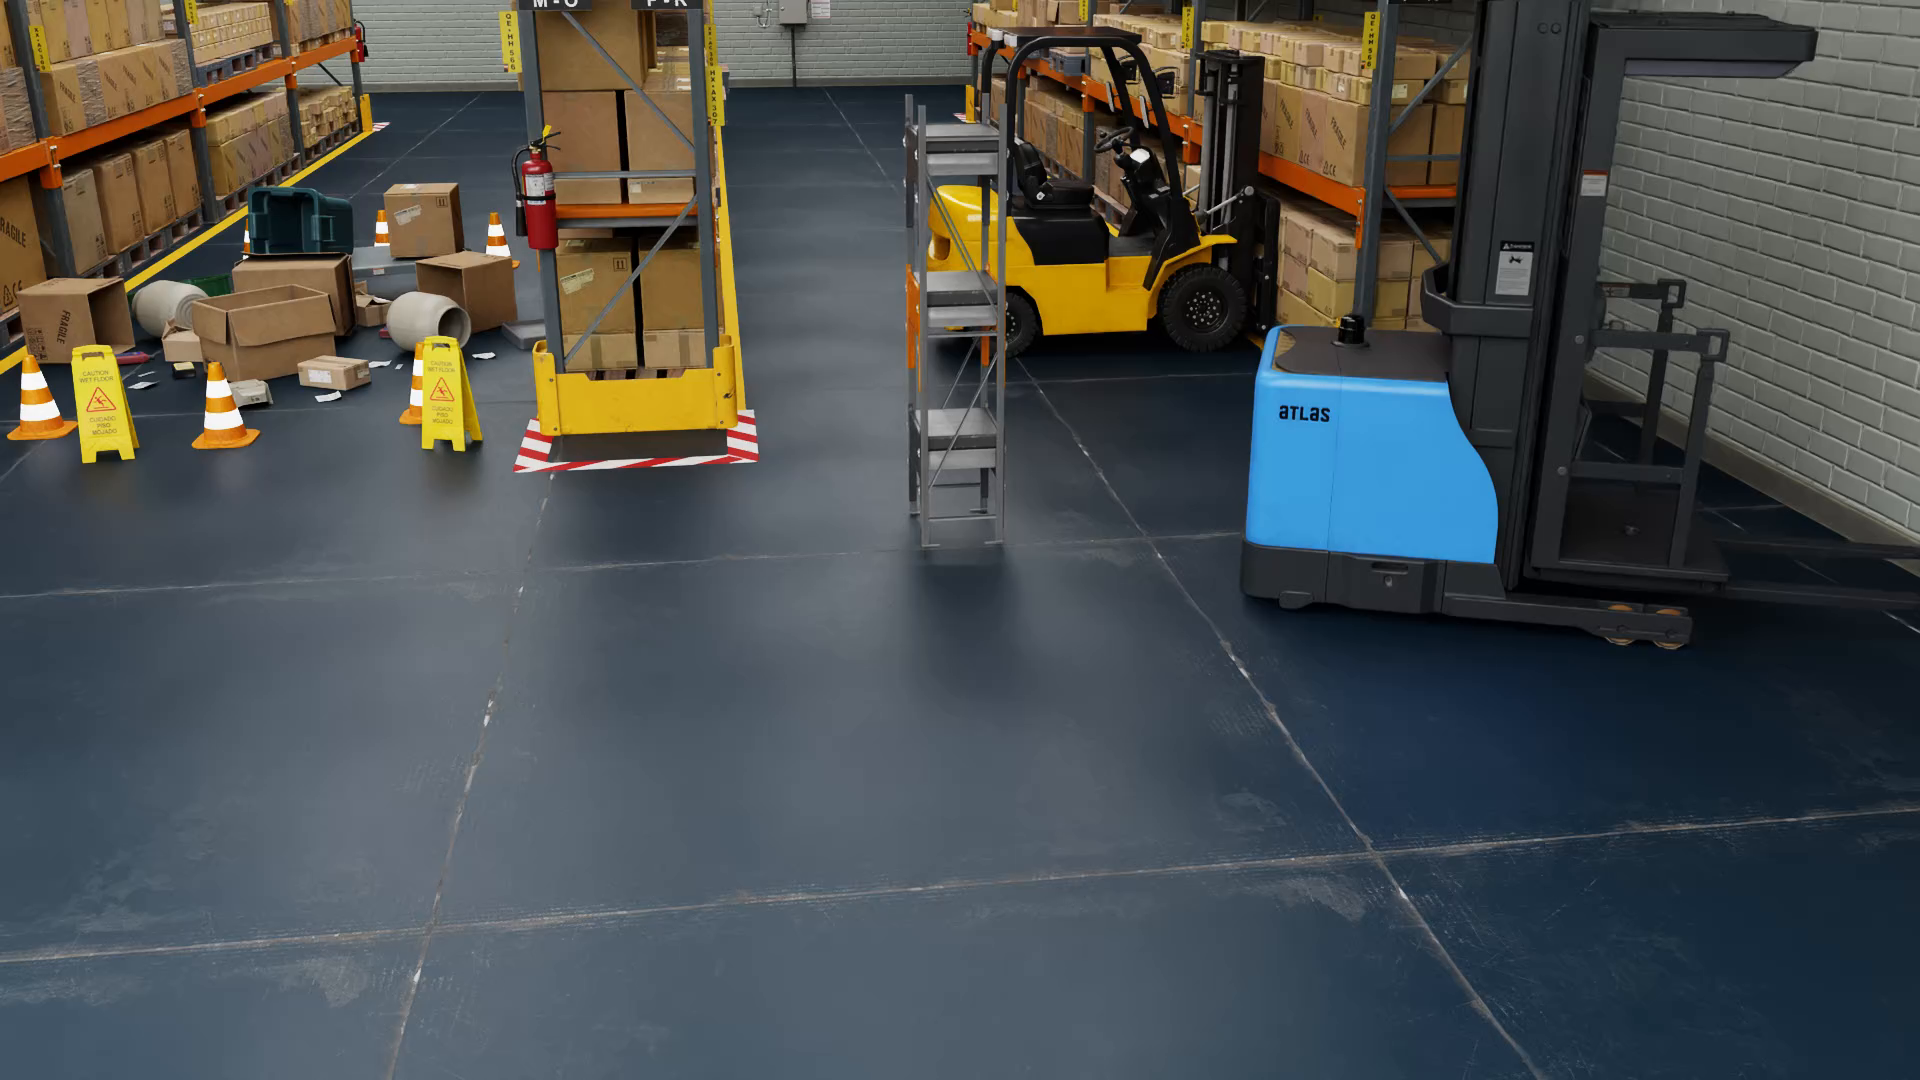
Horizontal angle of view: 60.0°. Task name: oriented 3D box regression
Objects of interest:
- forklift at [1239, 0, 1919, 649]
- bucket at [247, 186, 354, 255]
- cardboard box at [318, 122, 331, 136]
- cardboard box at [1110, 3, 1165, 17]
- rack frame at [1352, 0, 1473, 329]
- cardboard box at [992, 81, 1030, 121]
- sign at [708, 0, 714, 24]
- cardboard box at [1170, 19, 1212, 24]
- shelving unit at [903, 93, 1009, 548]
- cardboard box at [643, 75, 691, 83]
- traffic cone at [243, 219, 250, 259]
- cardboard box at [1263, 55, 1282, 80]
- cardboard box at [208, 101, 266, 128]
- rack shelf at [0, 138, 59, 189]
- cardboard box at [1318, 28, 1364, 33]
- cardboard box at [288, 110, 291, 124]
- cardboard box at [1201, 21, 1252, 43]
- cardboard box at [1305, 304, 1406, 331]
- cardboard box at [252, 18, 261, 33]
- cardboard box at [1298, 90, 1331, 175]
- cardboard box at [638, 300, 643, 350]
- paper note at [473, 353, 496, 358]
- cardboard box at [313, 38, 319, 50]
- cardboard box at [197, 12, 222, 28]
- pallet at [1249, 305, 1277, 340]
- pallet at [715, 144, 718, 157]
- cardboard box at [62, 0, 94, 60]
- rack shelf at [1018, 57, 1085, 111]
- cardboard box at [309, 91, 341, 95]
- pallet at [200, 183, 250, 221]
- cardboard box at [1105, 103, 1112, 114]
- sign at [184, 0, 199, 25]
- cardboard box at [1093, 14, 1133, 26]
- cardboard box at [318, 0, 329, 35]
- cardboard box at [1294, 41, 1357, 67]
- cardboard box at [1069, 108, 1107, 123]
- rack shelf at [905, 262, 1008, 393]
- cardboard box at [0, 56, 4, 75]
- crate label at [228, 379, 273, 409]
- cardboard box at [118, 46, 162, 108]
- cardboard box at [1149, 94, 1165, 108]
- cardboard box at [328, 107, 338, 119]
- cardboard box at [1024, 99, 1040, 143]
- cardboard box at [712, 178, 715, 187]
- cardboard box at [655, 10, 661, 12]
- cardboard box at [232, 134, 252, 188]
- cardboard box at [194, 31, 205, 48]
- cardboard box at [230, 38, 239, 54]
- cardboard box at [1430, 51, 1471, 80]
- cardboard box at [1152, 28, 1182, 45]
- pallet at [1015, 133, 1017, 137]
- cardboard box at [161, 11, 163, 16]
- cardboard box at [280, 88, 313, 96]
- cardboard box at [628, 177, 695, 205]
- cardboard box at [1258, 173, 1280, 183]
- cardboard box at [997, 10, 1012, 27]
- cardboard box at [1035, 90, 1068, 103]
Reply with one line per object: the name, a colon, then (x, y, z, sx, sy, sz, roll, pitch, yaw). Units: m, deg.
forklift: (2.822, -1.119, 7.022, 3.031, 2.935, 1.130, 5, 21, 12)
bucket: (-5.090, -2.432, 12.946, 0.726, 0.611, 0.620, 4, 11, 11)
cardboard box: (-8.506, -5.404, 21.873, 0.380, 0.149, 0.250, -3, 21, -9)
cardboard box: (1.908, -5.535, 18.005, 0.500, 0.500, 0.500, -2, 21, -5)
rack frame: (2.980, -2.335, 10.182, 1.000, 3.000, 0.127, -3, 21, -8)
cardboard box: (0.730, -6.198, 23.497, 0.500, 0.500, 0.500, -3, 21, -7)
sign: (-2.548, -5.389, 16.817, 0.100, 0.325, 0.005, -3, 21, -8)
cardboard box: (2.265, -5.000, 16.246, 0.380, 0.149, 0.250, -3, 21, -8)
shelving unit: (-0.024, -1.041, 8.002, 0.431, 2.100, 0.503, -3, 21, -8)
cardboard box: (-1.803, -2.627, 10.395, 0.500, 0.500, 0.500, -2, 21, -6)
traffic cone: (-6.090, -2.536, 14.345, 0.336, 0.463, 0.334, -3, 21, -8)
cardboard box: (2.393, -3.411, 11.992, 0.380, 0.149, 0.250, -3, 21, -9)
cardboard box: (-8.036, -4.725, 18.480, 0.500, 0.250, 0.500, -4, 21, -10)
rack shelf: (-7.103, -2.154, 10.726, 1.077, 0.370, 4.000, -3, 21, -8)
cardboard box: (2.911, -3.761, 12.503, 0.380, 0.149, 0.250, -3, 21, -9)
cardboard box: (-8.389, -5.223, 20.538, 0.380, 0.149, 0.250, -2, 21, -6)
cardboard box: (2.156, -4.085, 13.371, 0.380, 0.149, 0.250, -2, 21, -7)
cardboard box: (2.600, -1.391, 10.982, 0.500, 0.250, 0.500, -3, 21, -7)
cardboard box: (-8.220, -5.867, 18.972, 0.380, 0.149, 0.250, -2, 21, -5)
cardboard box: (2.584, -2.719, 11.067, 0.500, 0.500, 0.500, -2, 21, -6)
cardboard box: (-2.380, -1.438, 11.110, 0.500, 0.250, 0.500, -3, 21, -8)
paper note: (-3.329, -1.297, 11.645, 0.142, 0.019, 0.148, -11, 23, -26)
cardboard box: (-8.499, -6.404, 21.435, 0.380, 0.149, 0.250, -2, 21, -5)
cardboard box: (-7.994, -5.460, 17.456, 0.380, 0.149, 0.250, -2, 21, -5)
pallet: (2.656, -1.713, 12.501, 1.003, 0.211, 1.213, -3, 21, -8)
pallet: (-3.475, -4.669, 20.415, 1.003, 0.211, 1.213, -3, 21, -8)
cardboard box: (-7.617, -4.224, 13.666, 0.700, 0.500, 0.500, -3, 21, -7)
rack shelf: (1.539, -5.461, 19.578, 1.077, 0.370, 4.000, -3, 21, -8)
cardboard box: (-8.677, -6.042, 22.730, 0.380, 0.149, 0.250, -4, 21, -10)
pallet: (-8.079, -3.533, 17.374, 1.003, 0.211, 1.213, -3, 21, -8)
cardboard box: (1.901, -4.993, 19.343, 0.380, 0.149, 0.250, -3, 21, -9)
sign: (-7.419, -5.140, 16.037, 0.100, 0.325, 0.005, -3, 21, -8)
cardboard box: (1.582, -5.331, 17.131, 0.380, 0.149, 0.250, -2, 21, -6)
cardboard box: (-8.588, -6.855, 21.716, 0.500, 0.500, 0.500, -2, 21, -5)
cardboard box: (2.480, -3.286, 11.233, 0.380, 0.149, 0.250, -2, 21, -6)
cardboard box: (1.441, -4.779, 18.771, 0.380, 0.149, 0.250, -4, 21, -10)
rack shelf: (-0.024, -1.028, 8.007, 0.431, 0.518, 0.480, -3, 21, -8)
cardboard box: (-7.178, -3.446, 11.398, 0.875, 0.550, 0.550, -3, 21, -8)
crate label: (-4.493, -0.922, 10.488, 0.250, 0.136, 0.298, -15, 25, -35)
cardboard box: (-7.495, -4.127, 14.837, 0.500, 0.500, 0.500, -3, 21, -9)
cardboard box: (1.994, -3.985, 14.813, 0.500, 0.250, 0.500, -3, 21, -8)
cardboard box: (-8.580, -5.723, 22.300, 0.380, 0.149, 0.250, -2, 21, -5)
cardboard box: (1.098, -5.337, 21.191, 0.500, 0.500, 0.500, -2, 21, -5)
cardboard box: (-2.157, -2.537, 12.980, 0.500, 0.500, 0.500, -3, 21, -9)
cardboard box: (-2.364, -4.202, 14.010, 0.500, 0.500, 0.500, -3, 21, -8)
cardboard box: (-7.893, -4.026, 17.681, 0.500, 0.500, 0.500, -3, 21, -7)
cardboard box: (-7.880, -5.059, 16.807, 0.380, 0.149, 0.250, -2, 21, -5)
cardboard box: (-8.062, -5.362, 18.045, 0.380, 0.149, 0.250, -4, 21, -10)
cardboard box: (3.143, -2.952, 10.339, 0.380, 0.149, 0.250, -3, 21, -9)
cardboard box: (1.952, -4.532, 14.993, 0.380, 0.149, 0.250, -3, 21, -9)
pallet: (1.153, -5.422, 22.430, 1.003, 0.211, 1.213, -3, 21, -8)
cardboard box: (-8.676, -5.521, 17.620, 0.380, 0.149, 0.250, -2, 21, -5)
cardboard box: (-9.223, -6.191, 23.128, 0.380, 0.149, 0.250, -3, 21, -7)
cardboard box: (-1.775, -2.094, 9.895, 0.380, 0.149, 0.250, -3, 21, -8)
cardboard box: (2.227, -2.736, 13.156, 0.500, 0.250, 0.500, -3, 21, -8)
cardboard box: (0.790, -7.069, 22.646, 0.500, 0.250, 0.500, -3, 21, -8)
cardboard box: (1.156, -5.590, 20.941, 0.380, 0.149, 0.250, -3, 21, -9)
